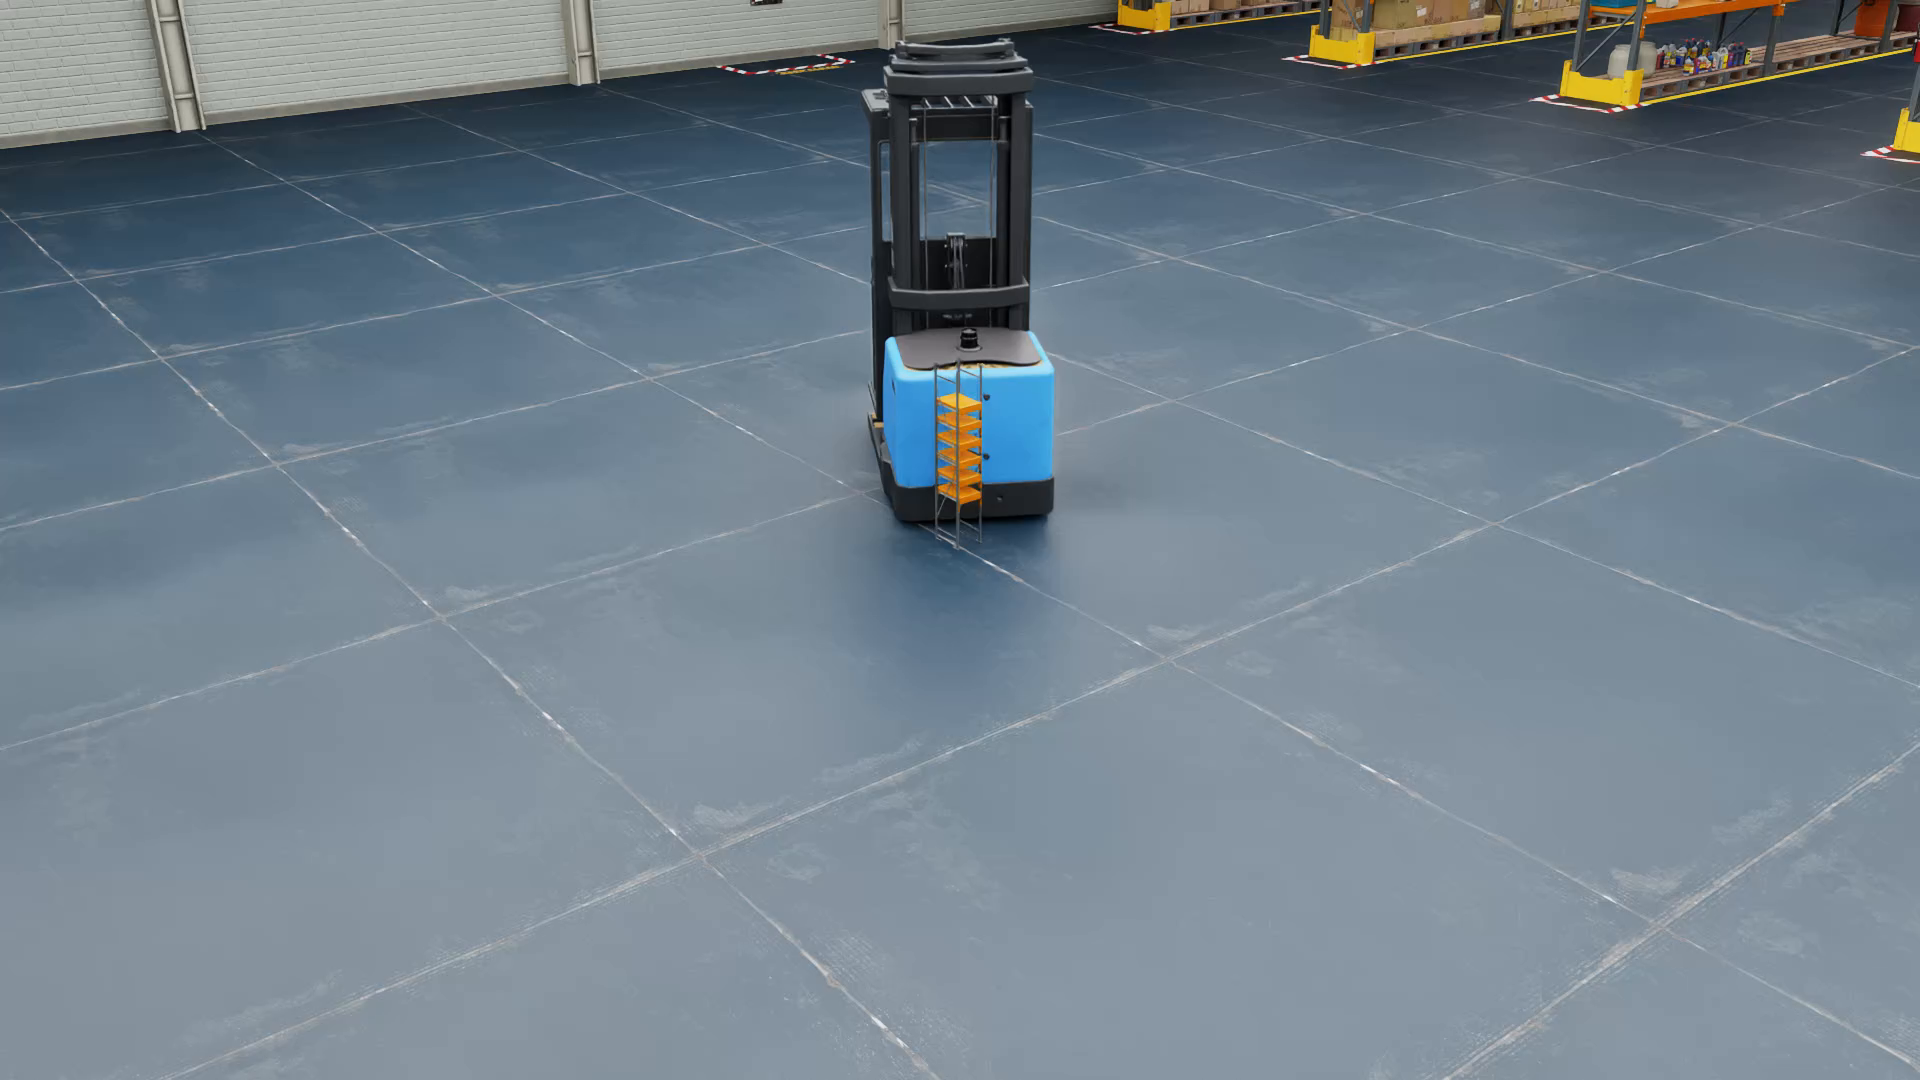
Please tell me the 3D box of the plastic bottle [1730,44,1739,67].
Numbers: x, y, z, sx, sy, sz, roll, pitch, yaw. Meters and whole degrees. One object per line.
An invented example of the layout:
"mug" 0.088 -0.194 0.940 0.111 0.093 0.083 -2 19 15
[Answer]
"plastic bottle" 12.260 -7.693 26.387 0.185 0.351 0.144 -20 32 -37

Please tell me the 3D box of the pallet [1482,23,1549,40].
"pallet" 10.242 -9.589 31.161 1.213 0.211 1.003 -18 31 -34

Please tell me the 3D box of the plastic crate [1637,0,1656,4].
"plastic crate" 10.316 -8.297 25.242 0.408 0.251 0.499 -18 31 -34

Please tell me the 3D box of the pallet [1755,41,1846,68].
"pallet" 14.294 -8.278 28.337 1.213 0.211 1.003 -18 31 -34

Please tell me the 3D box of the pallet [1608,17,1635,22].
"pallet" 13.445 -10.605 33.351 1.213 0.211 1.003 -18 31 -34

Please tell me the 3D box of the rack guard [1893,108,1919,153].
"rack guard" 12.708 -5.214 21.391 0.348 0.500 1.175 -18 31 -34

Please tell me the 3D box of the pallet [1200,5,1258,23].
"pallet" 5.159 -10.520 33.167 1.213 0.211 1.003 -18 31 -34

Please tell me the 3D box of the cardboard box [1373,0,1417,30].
"cardboard box" 7.490 -9.090 28.650 0.500 0.500 0.500 -18 31 -34

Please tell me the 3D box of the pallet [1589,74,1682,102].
"pallet" 10.265 -6.948 25.471 1.213 0.211 1.003 -18 31 -34

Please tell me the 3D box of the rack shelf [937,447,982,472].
"rack shelf" -0.011 -0.500 10.508 0.180 0.103 0.258 -18 31 -34

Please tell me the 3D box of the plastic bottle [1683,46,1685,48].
"plastic bottle" 11.607 -7.798 26.707 0.097 0.271 0.097 0 25 0

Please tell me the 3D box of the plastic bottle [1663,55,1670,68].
"plastic bottle" 11.183 -7.577 26.315 0.097 0.201 0.097 0 25 0

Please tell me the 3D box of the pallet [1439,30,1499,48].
"pallet" 9.034 -9.192 30.306 1.213 0.211 1.003 -18 31 -34

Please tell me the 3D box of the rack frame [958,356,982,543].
"rack frame" 0.061 -0.564 10.541 0.006 1.200 0.240 -18 31 -34

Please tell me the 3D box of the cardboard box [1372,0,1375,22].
"cardboard box" 7.555 -9.397 29.310 0.500 0.500 0.500 -18 31 -34

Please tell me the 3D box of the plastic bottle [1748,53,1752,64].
"plastic bottle" 12.647 -7.741 26.667 0.097 0.201 0.097 0 25 0

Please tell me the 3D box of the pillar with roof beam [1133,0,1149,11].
"pillar with roof beam" 6.152 -13.014 28.102 0.400 9.000 9.100 -18 31 -34

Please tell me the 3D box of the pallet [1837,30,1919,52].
"pallet" 16.482 -9.001 29.893 1.213 0.211 1.003 -18 31 -34

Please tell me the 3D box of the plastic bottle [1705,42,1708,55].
"plastic bottle" 12.047 -7.910 26.934 0.133 0.283 0.061 -18 31 -34

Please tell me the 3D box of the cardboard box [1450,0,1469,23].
"cardboard box" 8.664 -9.483 29.497 0.500 0.500 0.500 -18 31 -34

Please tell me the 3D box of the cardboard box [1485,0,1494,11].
"cardboard box" 9.828 -10.048 30.937 0.500 0.311 0.500 -18 31 -34

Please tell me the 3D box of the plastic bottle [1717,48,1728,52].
"plastic bottle" 12.149 -7.702 26.495 0.135 0.276 0.152 -18 31 -34

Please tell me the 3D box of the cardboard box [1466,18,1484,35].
"cardboard box" 9.057 -9.273 29.936 0.500 0.250 0.500 -18 31 -34

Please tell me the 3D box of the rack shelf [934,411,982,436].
"rack shelf" -0.011 -0.718 10.407 0.180 0.103 0.258 -18 31 -34

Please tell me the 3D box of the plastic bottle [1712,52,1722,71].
"plastic bottle" 11.875 -7.535 26.134 0.135 0.276 0.152 -18 30 -33

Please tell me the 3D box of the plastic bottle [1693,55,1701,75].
"plastic bottle" 11.400 -7.357 25.742 0.133 0.283 0.061 -18 30 -33

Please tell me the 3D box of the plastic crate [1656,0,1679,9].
"plastic crate" 10.495 -7.975 24.684 0.250 0.136 0.298 -18 31 -34

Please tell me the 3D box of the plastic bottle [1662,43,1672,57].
"plastic bottle" 11.219 -7.726 26.458 0.185 0.351 0.144 -17 30 -32

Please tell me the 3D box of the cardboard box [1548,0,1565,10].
"cardboard box" 10.969 -10.135 31.127 0.500 0.311 0.500 -19 31 -36

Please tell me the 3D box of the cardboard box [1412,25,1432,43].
"cardboard box" 7.883 -8.880 29.089 0.500 0.250 0.500 -18 31 -34

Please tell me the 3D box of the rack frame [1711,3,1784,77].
"rack frame" 12.740 -9.008 26.596 0.127 3.000 1.000 -18 31 -34

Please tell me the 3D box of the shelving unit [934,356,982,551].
"shelving unit" -0.011 -0.540 10.489 0.189 1.200 0.258 -18 31 -34

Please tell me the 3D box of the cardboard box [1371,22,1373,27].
"cardboard box" 7.164 -8.925 29.185 0.500 0.250 0.500 -18 31 -34

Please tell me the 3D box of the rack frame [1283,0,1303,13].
"rack frame" 6.626 -12.290 33.668 0.127 3.000 1.000 -18 31 -34

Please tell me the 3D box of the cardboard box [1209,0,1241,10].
"cardboard box" 5.136 -10.788 32.879 0.500 0.500 0.700 -21 32 -37

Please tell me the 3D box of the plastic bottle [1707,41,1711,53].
"plastic bottle" 12.218 -8.032 27.212 0.097 0.271 0.097 0 25 0

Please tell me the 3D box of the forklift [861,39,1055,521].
"forklift" -0.092 -2.040 11.665 1.130 2.935 3.031 -3 25 -7

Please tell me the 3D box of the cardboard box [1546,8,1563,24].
"cardboard box" 10.965 -9.883 31.250 0.500 0.250 0.500 -19 31 -36

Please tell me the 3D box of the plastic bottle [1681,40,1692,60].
"plastic bottle" 11.700 -7.885 26.800 0.185 0.351 0.144 -20 31 -36

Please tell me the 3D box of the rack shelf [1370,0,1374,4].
"rack shelf" 8.112 -9.804 29.166 4.000 0.370 1.077 -18 31 -34

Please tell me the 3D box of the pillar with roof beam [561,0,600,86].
"pillar with roof beam" -3.291 -9.897 21.386 0.400 9.000 9.100 -18 31 -34

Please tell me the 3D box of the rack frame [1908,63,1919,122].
"rack frame" 12.648 -6.328 20.822 0.127 3.000 1.000 -18 31 -34

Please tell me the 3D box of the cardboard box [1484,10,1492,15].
"cardboard box" 9.834 -9.797 31.063 0.500 0.250 0.500 -19 31 -35

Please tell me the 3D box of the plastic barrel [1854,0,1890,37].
"plastic barrel" 16.262 -9.386 29.489 0.708 0.830 0.600 -18 31 -34

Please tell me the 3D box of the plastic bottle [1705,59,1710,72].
"plastic bottle" 11.637 -7.408 25.949 0.097 0.201 0.097 0 25 0
